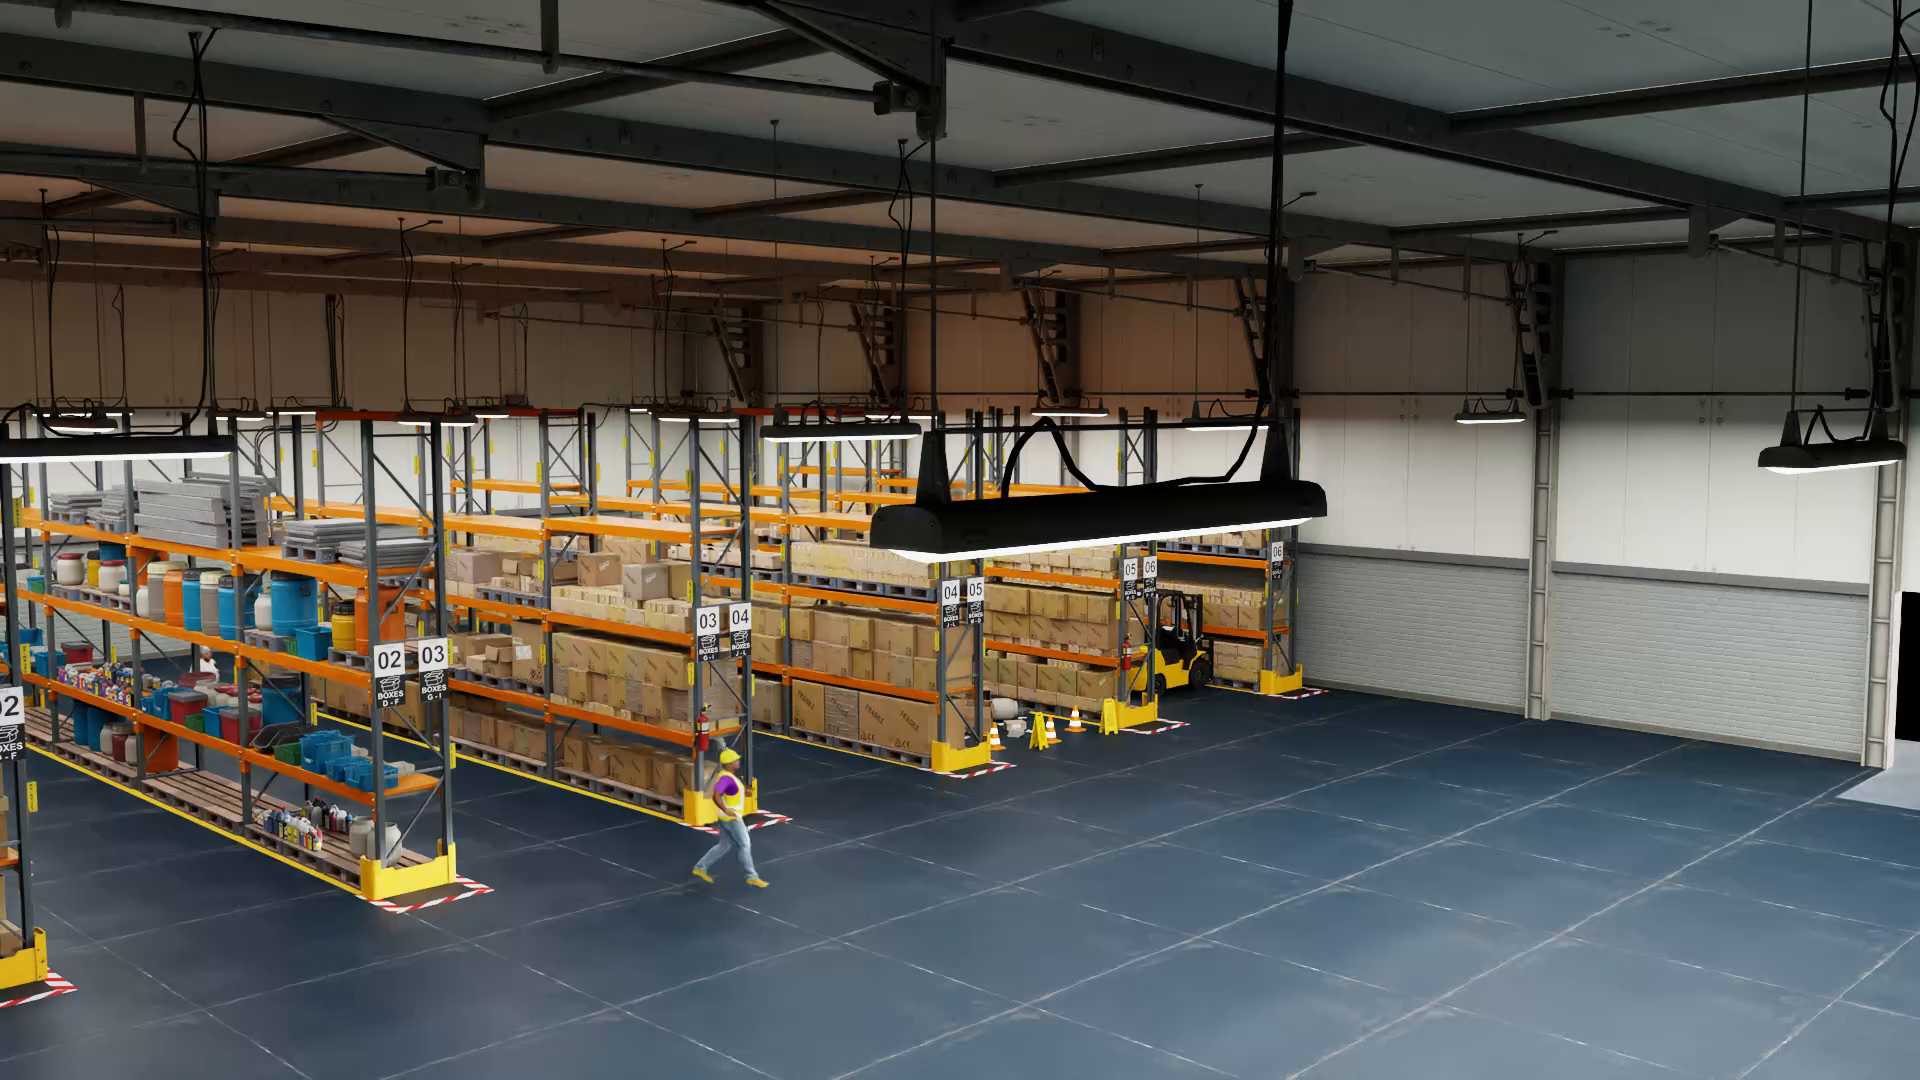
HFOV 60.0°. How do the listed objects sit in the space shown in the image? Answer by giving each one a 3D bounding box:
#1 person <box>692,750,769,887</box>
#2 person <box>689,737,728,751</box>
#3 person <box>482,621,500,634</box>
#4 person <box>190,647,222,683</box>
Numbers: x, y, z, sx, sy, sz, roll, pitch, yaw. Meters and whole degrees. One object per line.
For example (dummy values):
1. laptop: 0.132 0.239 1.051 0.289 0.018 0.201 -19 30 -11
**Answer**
1. person: -2.927 3.557 21.196 0.943 1.788 0.694 -2 5 -20
2. person: -4.462 2.834 29.243 0.977 1.785 0.645 3 6 31
3. person: -11.399 1.911 40.651 0.624 1.608 0.572 -1 5 -6
4. person: -14.036 2.794 30.968 0.596 1.632 0.607 3 6 33
